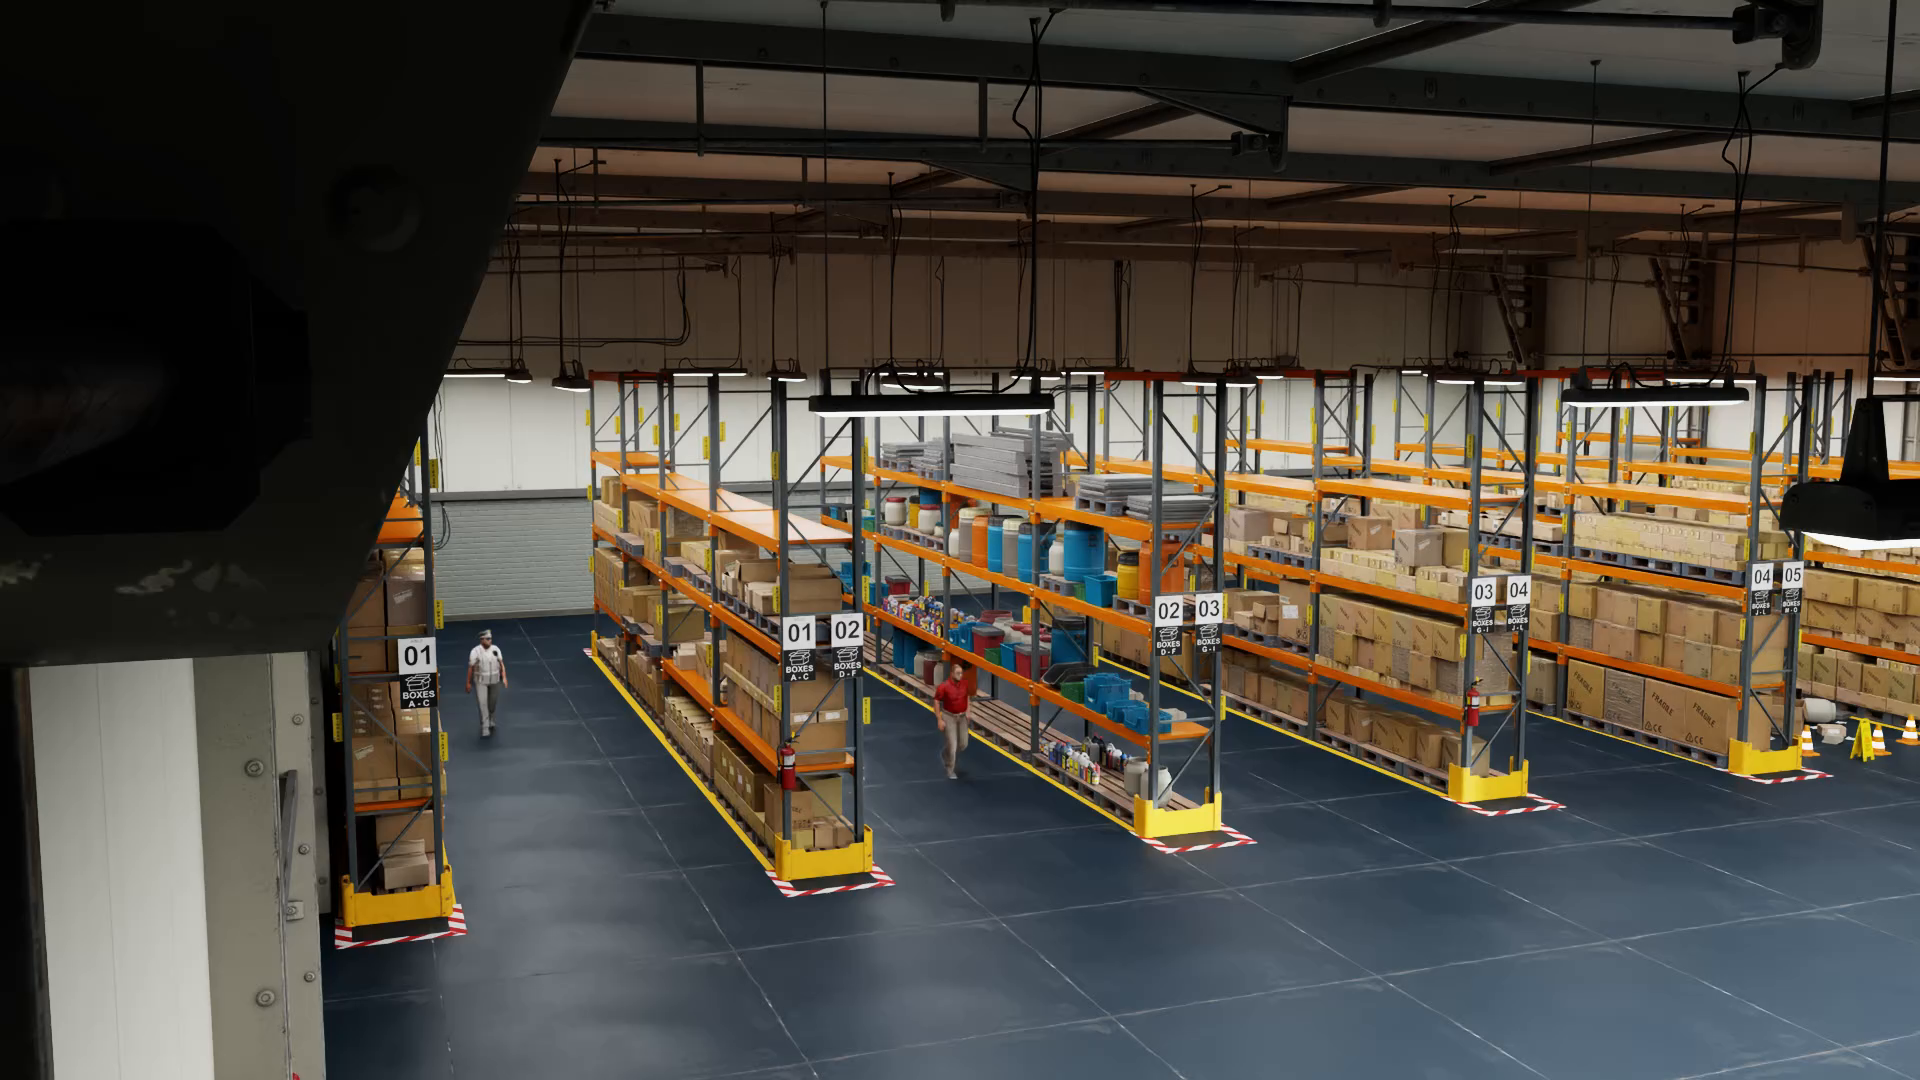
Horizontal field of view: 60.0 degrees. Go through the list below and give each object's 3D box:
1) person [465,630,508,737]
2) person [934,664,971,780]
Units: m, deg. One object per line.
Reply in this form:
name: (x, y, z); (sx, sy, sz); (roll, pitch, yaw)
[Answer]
person: (-7.911, 2.350, 27.807); (0.635, 1.706, 1.062); (-4, 7, -29)
person: (-0.146, 2.699, 25.070); (0.634, 1.713, 0.632); (-5, 8, -37)
